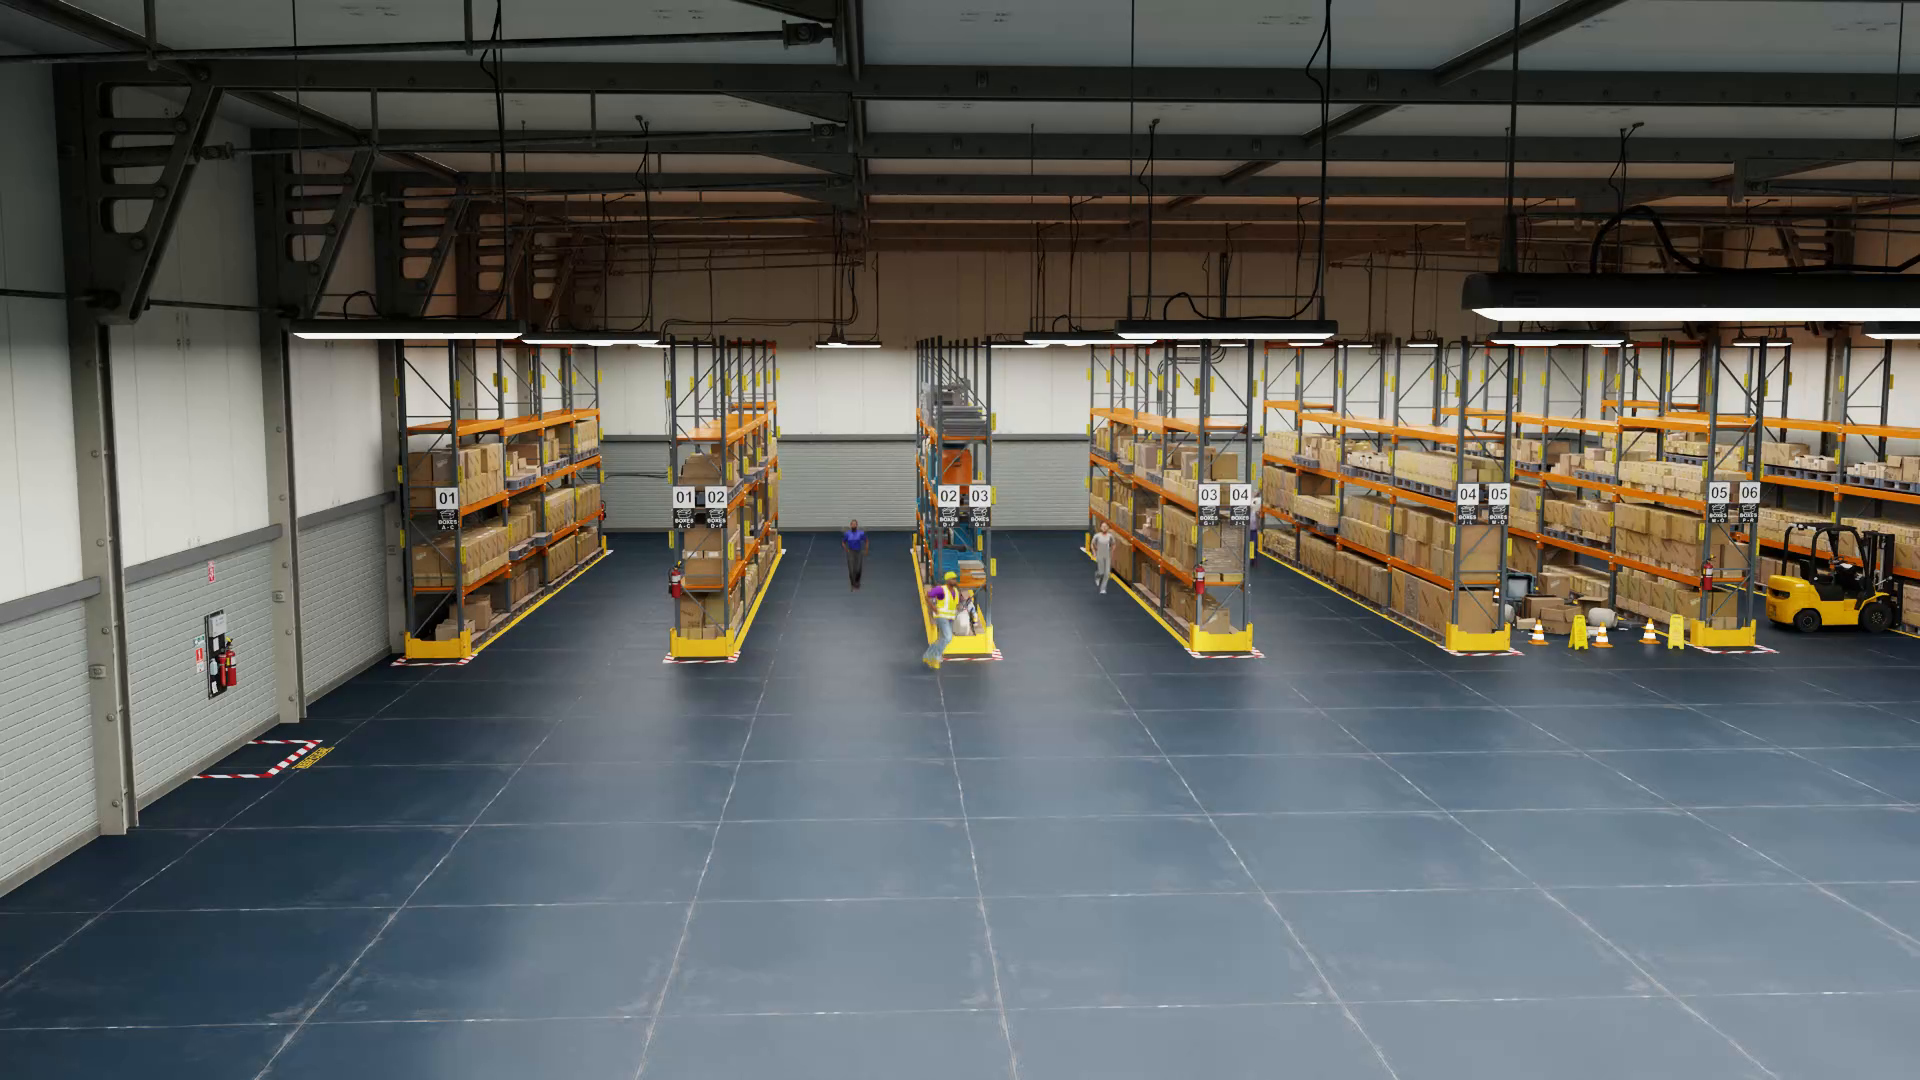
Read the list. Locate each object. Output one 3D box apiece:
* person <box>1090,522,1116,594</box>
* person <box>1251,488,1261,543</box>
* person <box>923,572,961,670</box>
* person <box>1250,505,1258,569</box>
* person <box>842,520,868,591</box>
[{"bbox_3d":[3.227,0.395,37.288,0.578,1.621,0.560,-1,7,-6],"label":"person"},{"bbox_3d":[8.670,-0.666,48.800,0.570,1.741,0.718,-2,7,-21],"label":"person"},{"bbox_3d":[-0.294,1.452,30.216,0.655,1.768,0.743,5,8,37],"label":"person"},{"bbox_3d":[7.677,-0.117,44.153,0.598,1.660,0.874,-1,7,-7],"label":"person"},{"bbox_3d":[-2.381,0.348,37.770,0.608,1.629,0.537,-1,7,-5],"label":"person"}]
